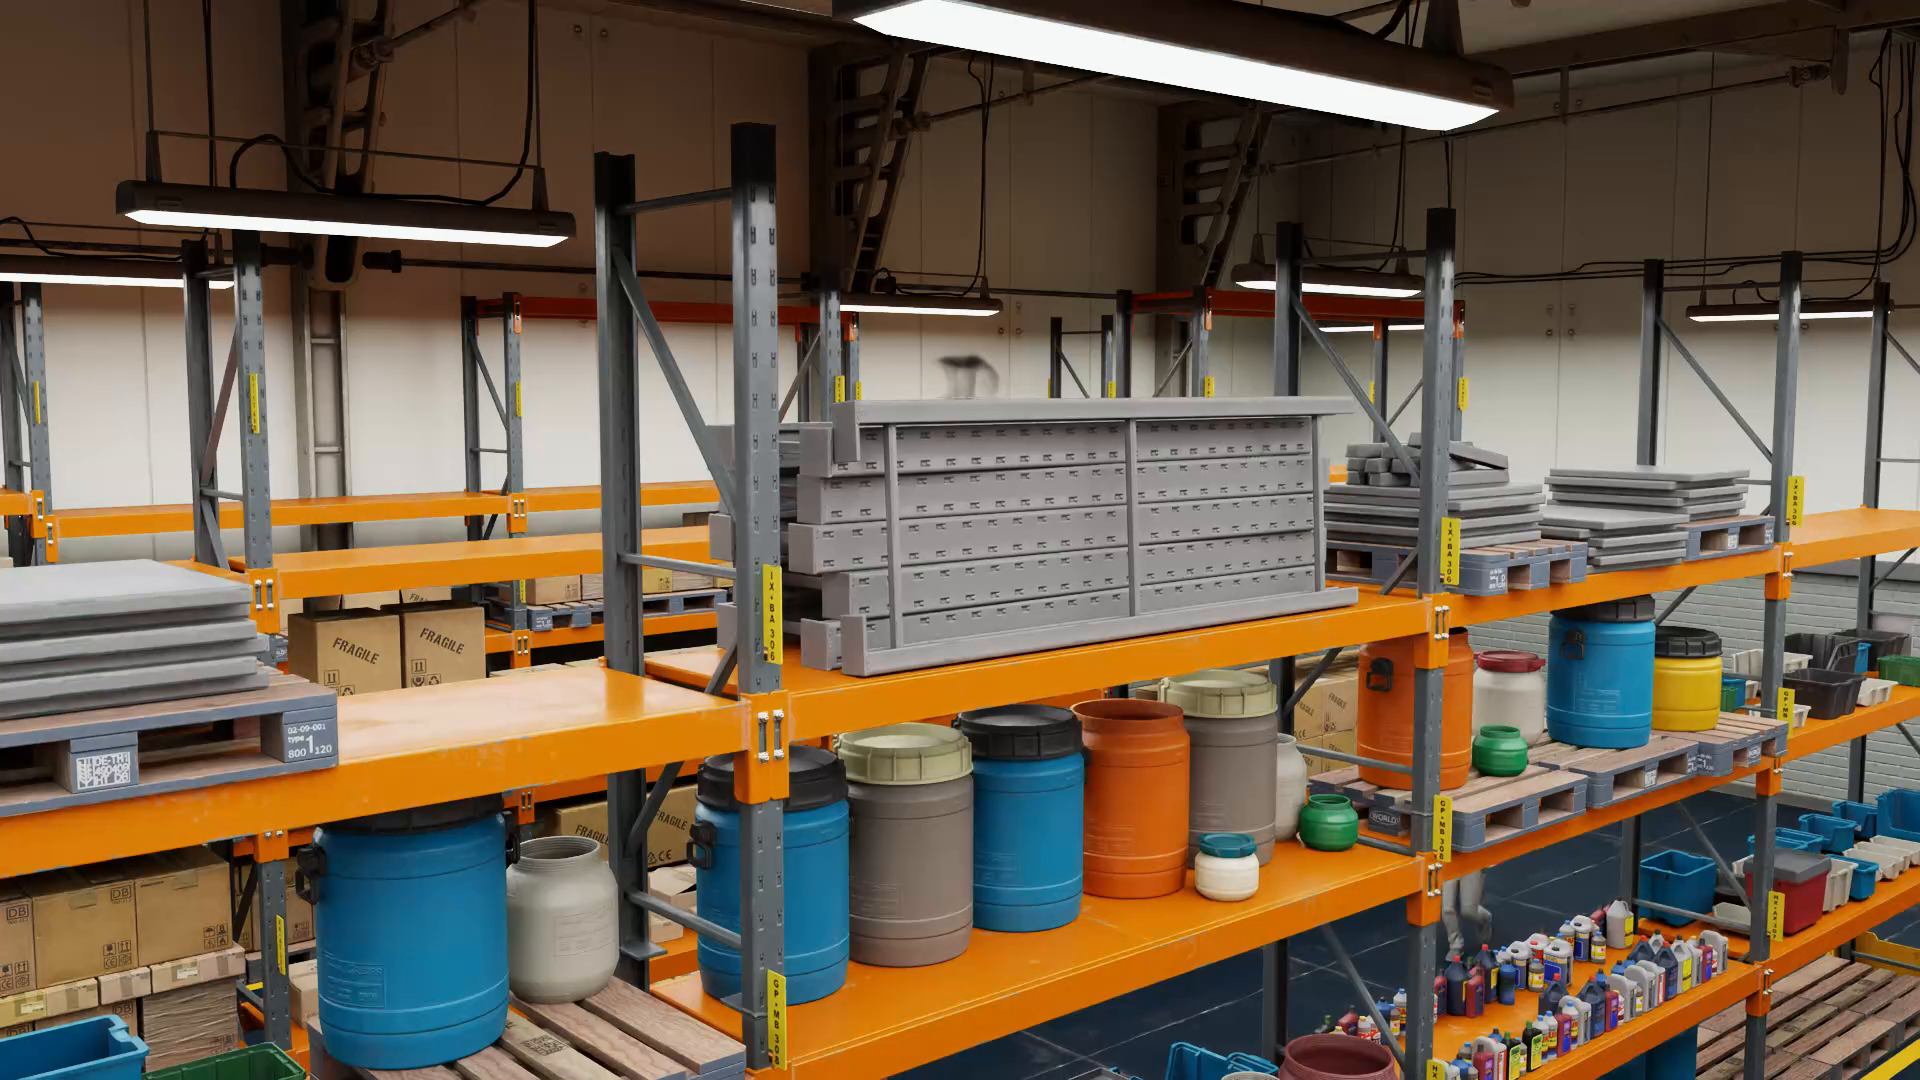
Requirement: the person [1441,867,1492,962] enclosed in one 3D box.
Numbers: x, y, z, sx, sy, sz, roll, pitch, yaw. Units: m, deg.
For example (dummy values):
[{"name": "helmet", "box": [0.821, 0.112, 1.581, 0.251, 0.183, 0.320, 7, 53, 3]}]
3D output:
[{"name": "person", "box": [4.529, 2.943, 14.965, 0.603, 1.625, 0.613, 5, 7, 41]}]
